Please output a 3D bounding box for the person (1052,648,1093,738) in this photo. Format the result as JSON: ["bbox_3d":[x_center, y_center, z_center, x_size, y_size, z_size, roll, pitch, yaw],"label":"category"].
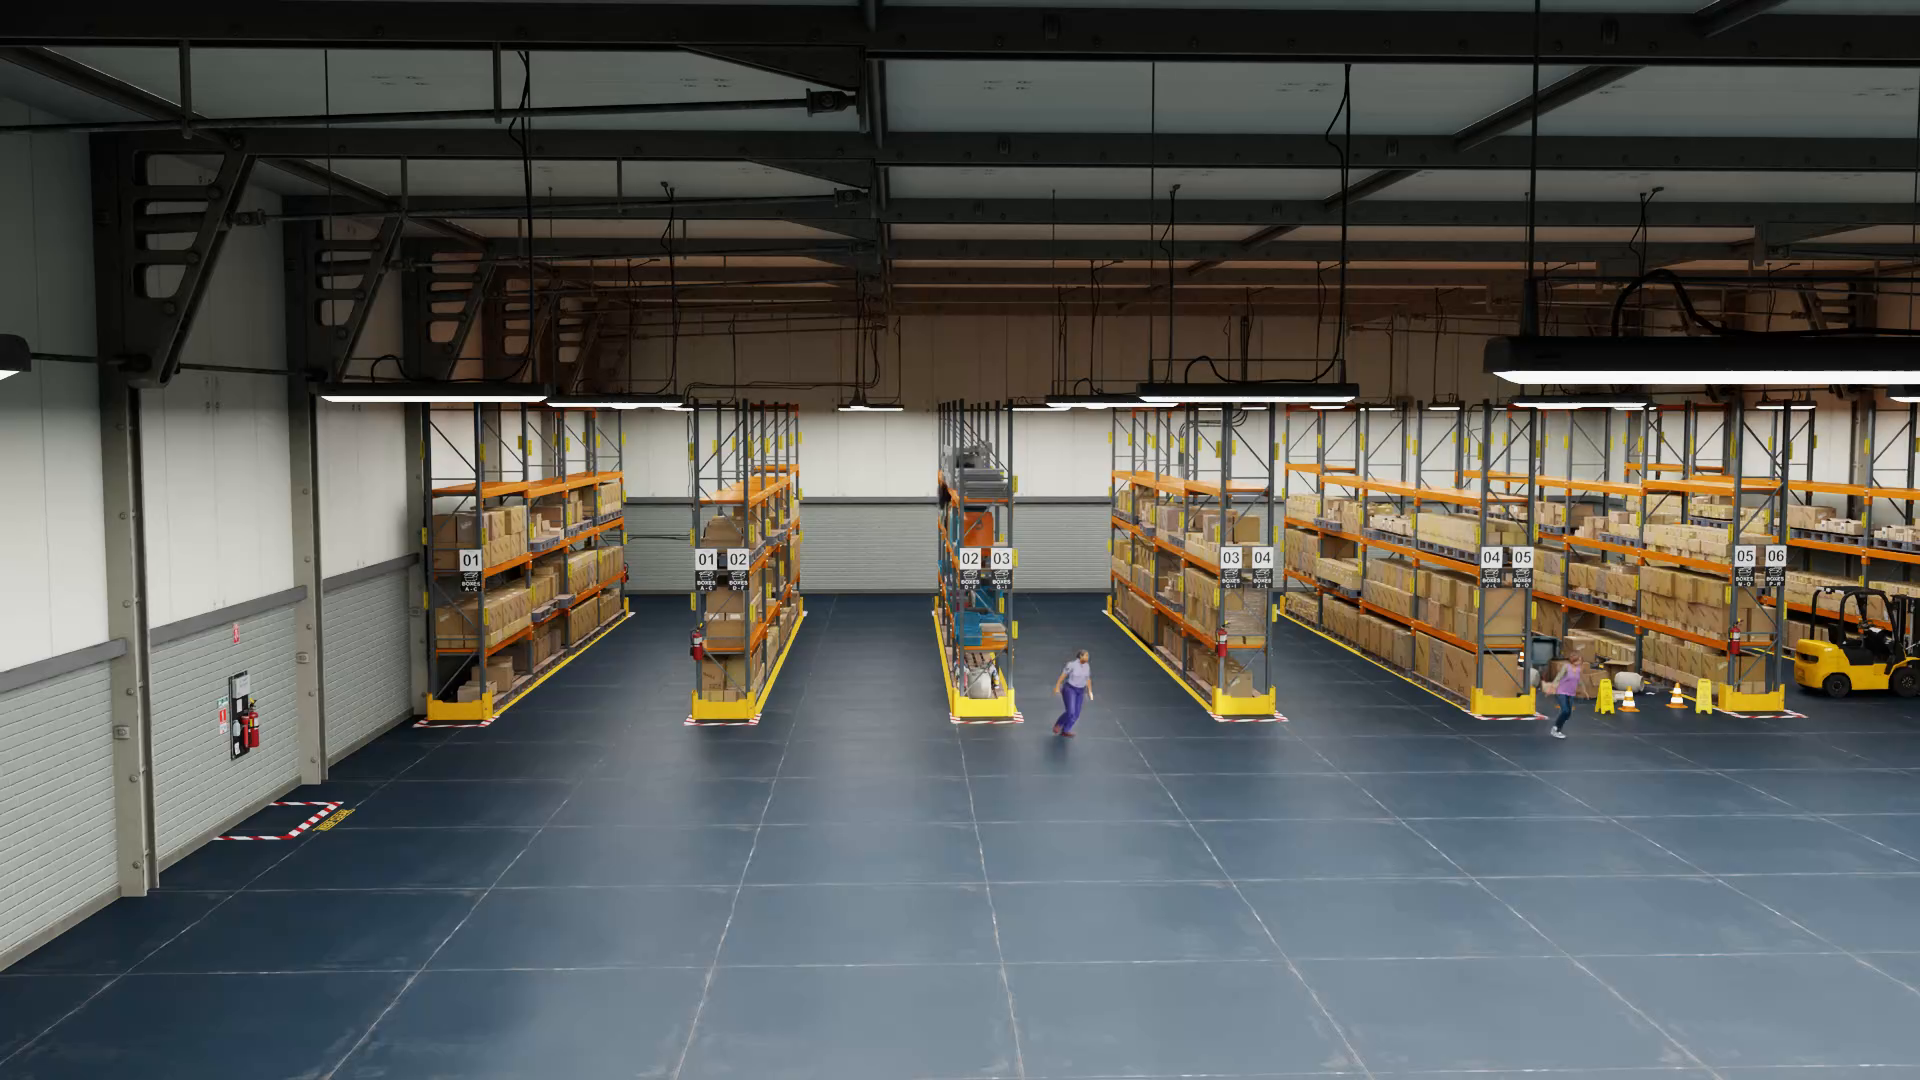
[{"bbox_3d":[1.988,2.701,29.391,0.650,1.603,0.550,-3,5,-38],"label":"person"}]

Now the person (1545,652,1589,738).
[{"bbox_3d":[10.694,2.731,29.247,0.544,1.547,0.603,-2,5,-26],"label":"person"}]
